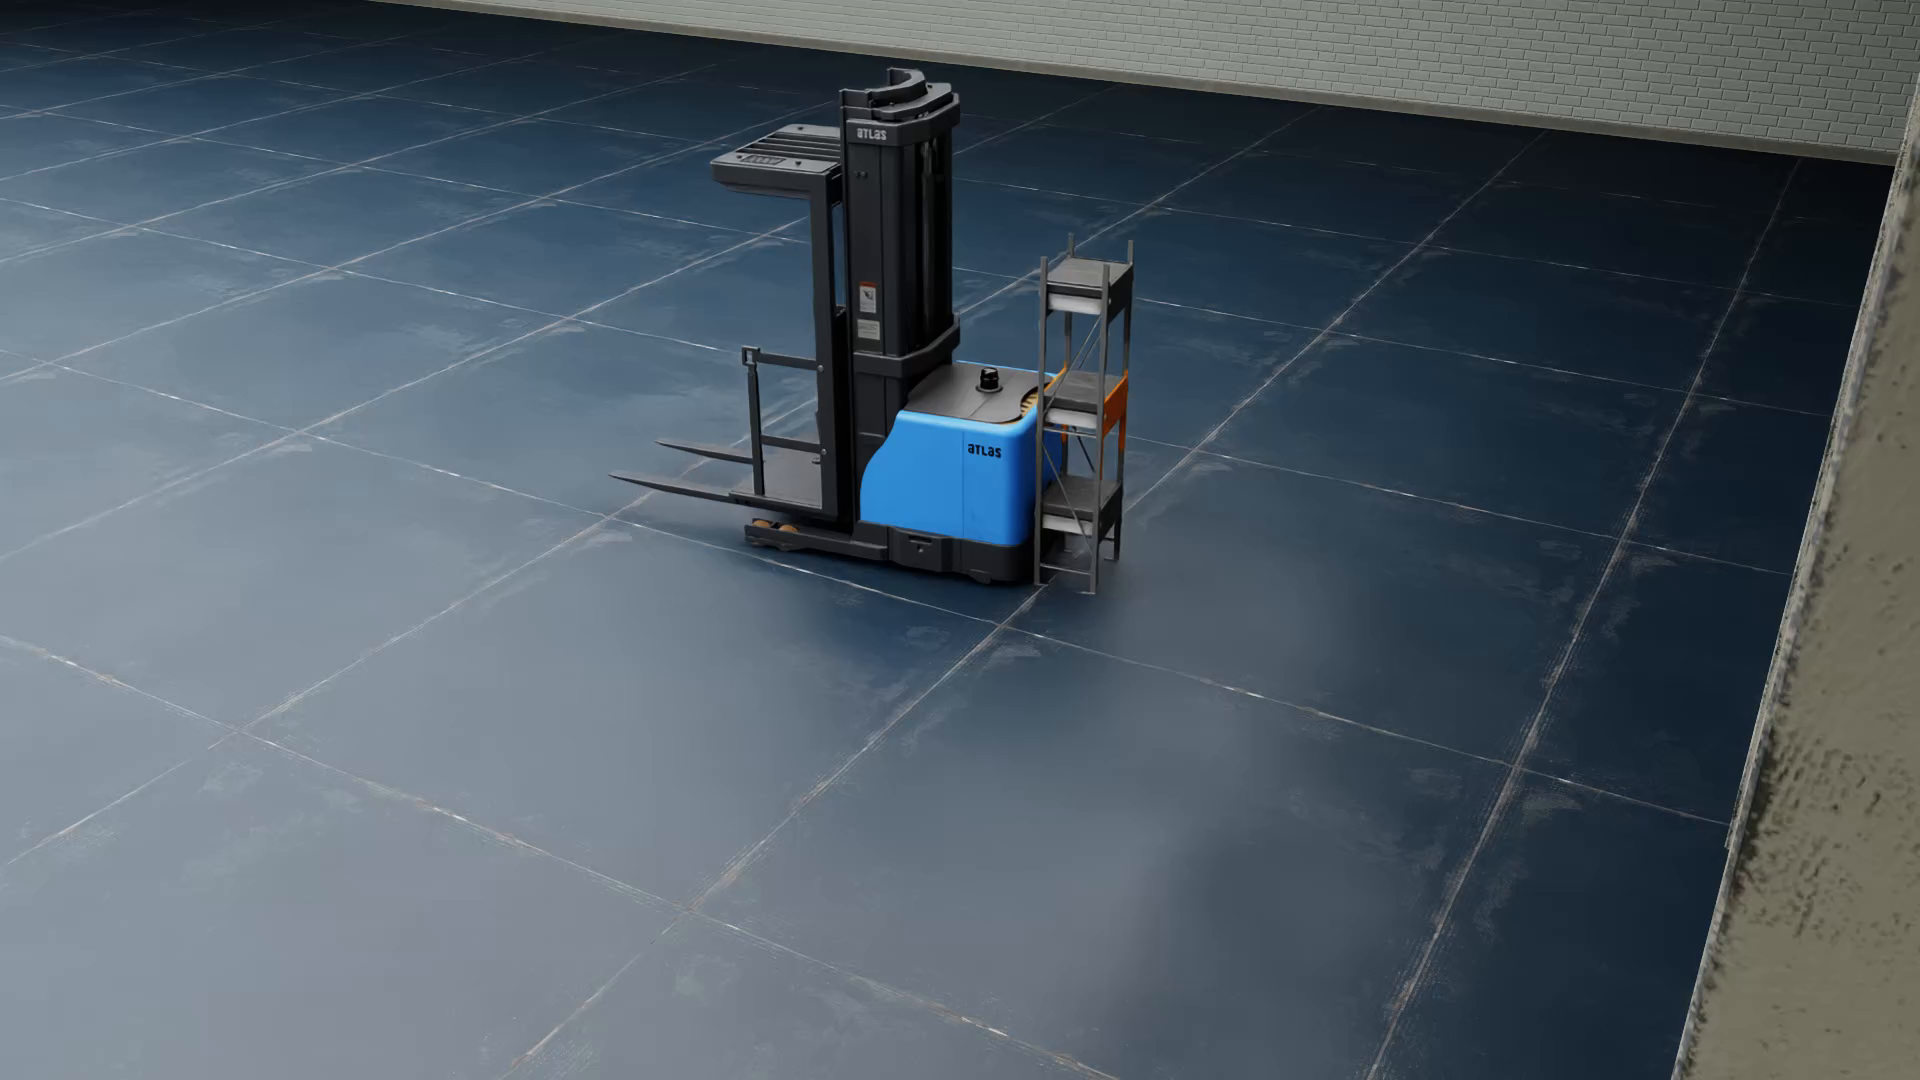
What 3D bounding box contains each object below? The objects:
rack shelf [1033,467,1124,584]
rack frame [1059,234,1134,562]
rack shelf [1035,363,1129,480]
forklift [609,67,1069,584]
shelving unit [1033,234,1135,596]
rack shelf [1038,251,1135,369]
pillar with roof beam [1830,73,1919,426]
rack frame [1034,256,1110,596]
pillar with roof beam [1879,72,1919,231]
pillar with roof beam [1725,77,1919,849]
[{"bbox_3d":[0.737,-0.094,10.326,0.431,0.518,0.480,10,28,19],"label":"rack shelf"},{"bbox_3d":[0.827,-0.834,10.210,0.400,2.100,0.015,10,28,19],"label":"rack frame"},{"bbox_3d":[0.737,-0.720,10.013,0.431,0.518,0.480,10,28,19],"label":"rack shelf"},{"bbox_3d":[-0.856,-1.444,10.501,3.031,2.935,1.130,10,28,19],"label":"forklift"},{"bbox_3d":[0.737,-0.732,10.007,0.431,2.100,0.503,10,28,19],"label":"shelving unit"},{"bbox_3d":[0.737,-1.346,9.700,0.431,0.518,0.480,10,28,19],"label":"rack shelf"},{"bbox_3d":[3.090,-5.882,12.587,9.100,9.000,0.400,14,30,26],"label":"pillar with roof beam"},{"bbox_3d":[0.647,-0.630,9.804,0.400,2.100,0.015,10,28,19],"label":"rack frame"},{"bbox_3d":[6.042,-8.220,17.258,9.100,9.000,0.400,14,30,26],"label":"pillar with roof beam"},{"bbox_3d":[0.138,-3.544,7.916,9.100,9.000,0.400,14,30,26],"label":"pillar with roof beam"}]
